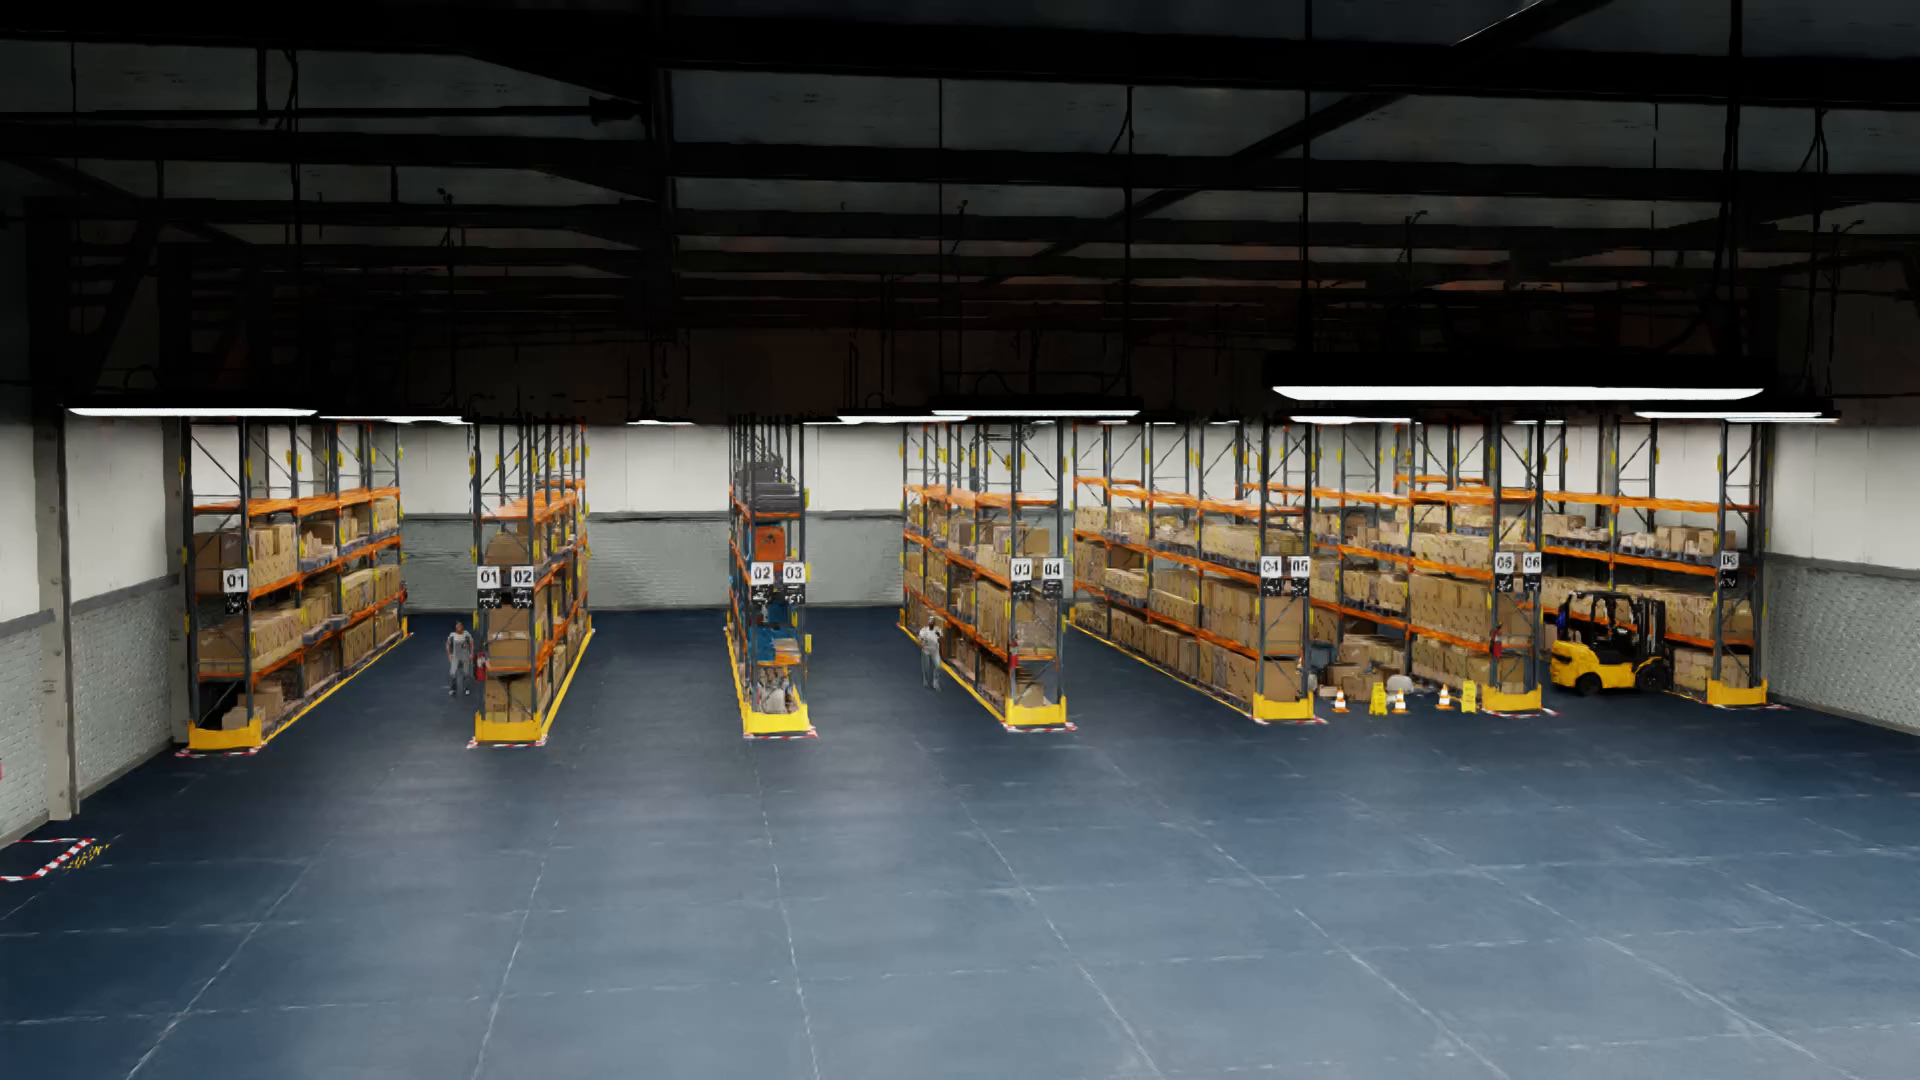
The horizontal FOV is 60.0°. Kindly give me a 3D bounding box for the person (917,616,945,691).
[{"bbox_3d":[-0.636,2.452,36.401,0.630,1.605,0.804,0,4,-4],"label":"person"}]

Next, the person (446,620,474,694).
[{"bbox_3d":[-10.683,2.503,35.564,0.580,1.618,0.506,-1,4,-11],"label":"person"}]

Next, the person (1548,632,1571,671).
[{"bbox_3d":[13.902,2.584,38.453,0.555,1.022,0.479,1,4,17],"label":"person"}]

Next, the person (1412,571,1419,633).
[{"bbox_3d":[12.521,1.694,45.537,0.443,1.729,0.670,1,4,9],"label":"person"}]
